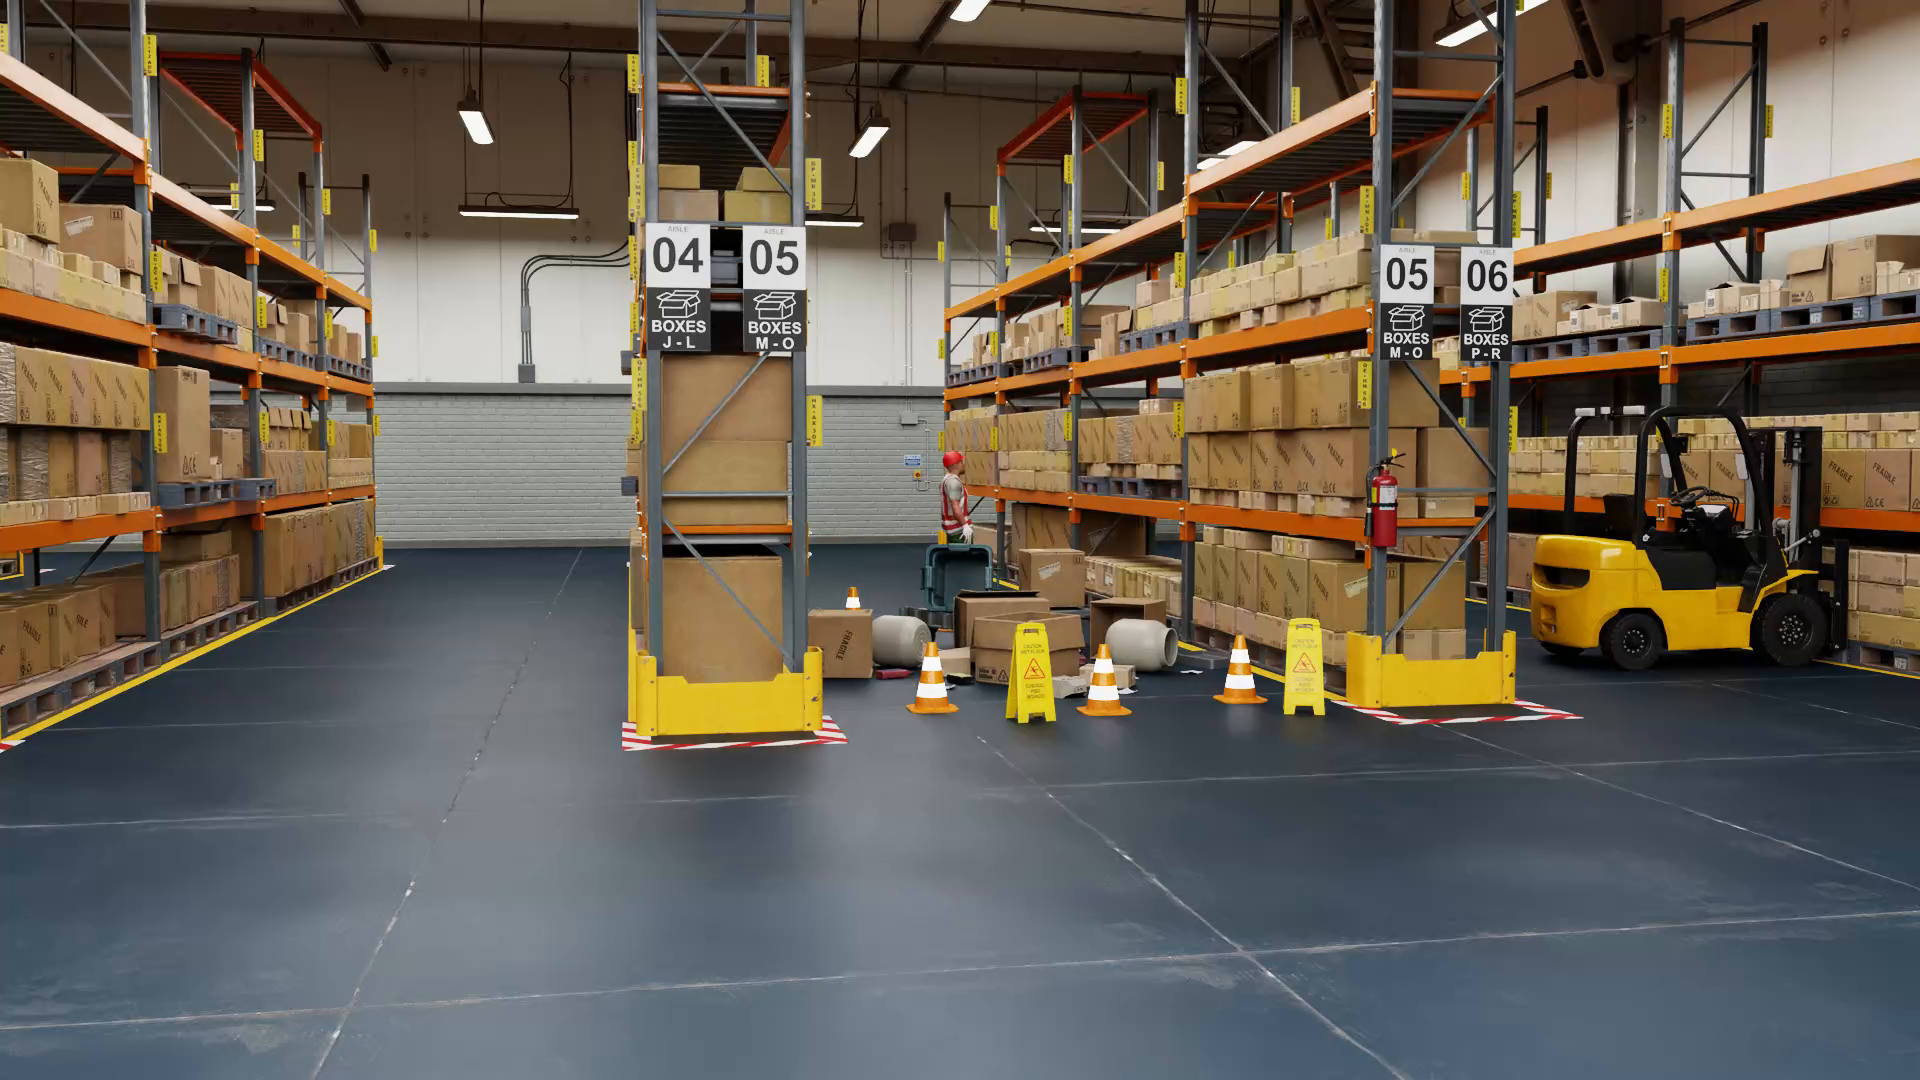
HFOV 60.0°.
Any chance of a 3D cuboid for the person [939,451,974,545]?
[{"bbox_3d":[0.065,-0.084,18.255,0.561,1.790,0.638,-1,3,-11],"label":"person"}]
